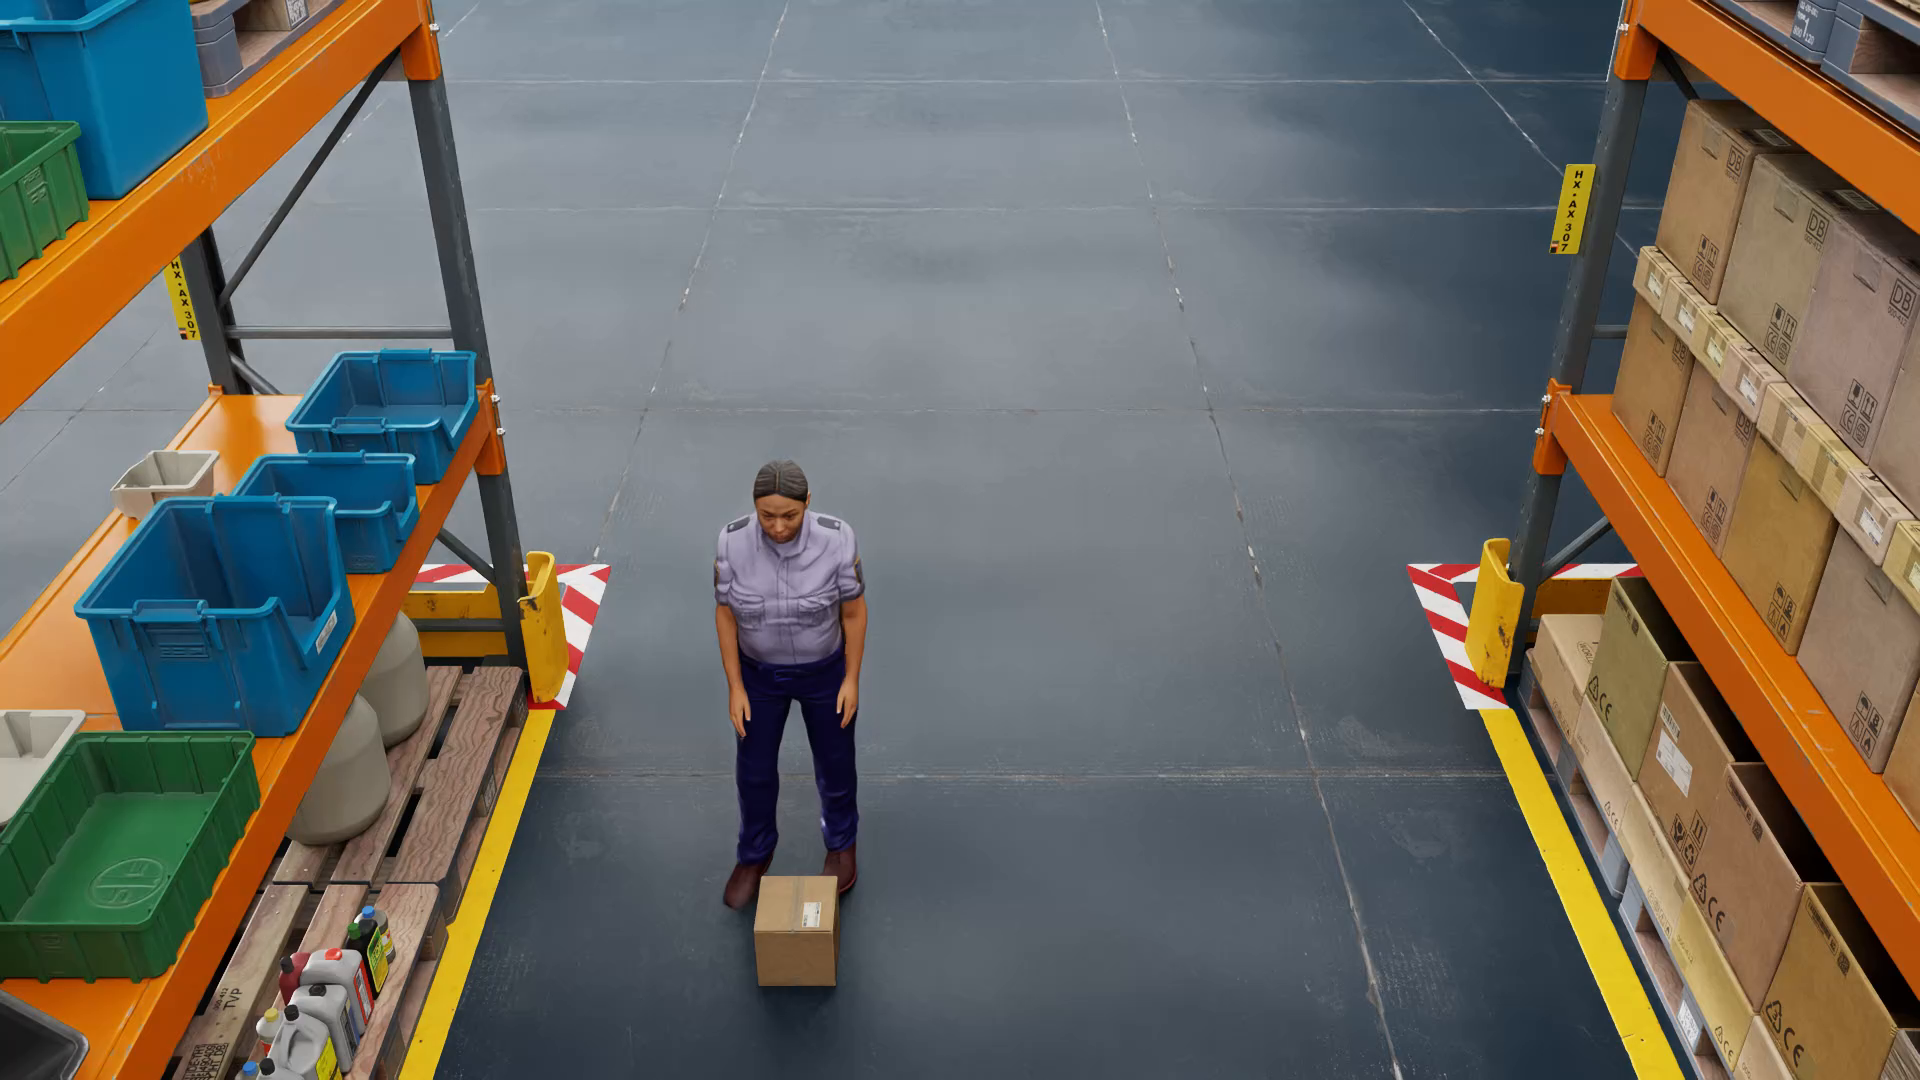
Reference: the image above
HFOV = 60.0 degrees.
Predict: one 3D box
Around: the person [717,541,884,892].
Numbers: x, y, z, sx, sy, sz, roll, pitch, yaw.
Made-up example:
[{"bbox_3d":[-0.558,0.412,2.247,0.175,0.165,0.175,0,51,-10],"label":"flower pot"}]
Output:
[{"bbox_3d":[-0.508,0.542,5.477,0.531,1.446,0.595,0,32,0],"label":"person"}]
